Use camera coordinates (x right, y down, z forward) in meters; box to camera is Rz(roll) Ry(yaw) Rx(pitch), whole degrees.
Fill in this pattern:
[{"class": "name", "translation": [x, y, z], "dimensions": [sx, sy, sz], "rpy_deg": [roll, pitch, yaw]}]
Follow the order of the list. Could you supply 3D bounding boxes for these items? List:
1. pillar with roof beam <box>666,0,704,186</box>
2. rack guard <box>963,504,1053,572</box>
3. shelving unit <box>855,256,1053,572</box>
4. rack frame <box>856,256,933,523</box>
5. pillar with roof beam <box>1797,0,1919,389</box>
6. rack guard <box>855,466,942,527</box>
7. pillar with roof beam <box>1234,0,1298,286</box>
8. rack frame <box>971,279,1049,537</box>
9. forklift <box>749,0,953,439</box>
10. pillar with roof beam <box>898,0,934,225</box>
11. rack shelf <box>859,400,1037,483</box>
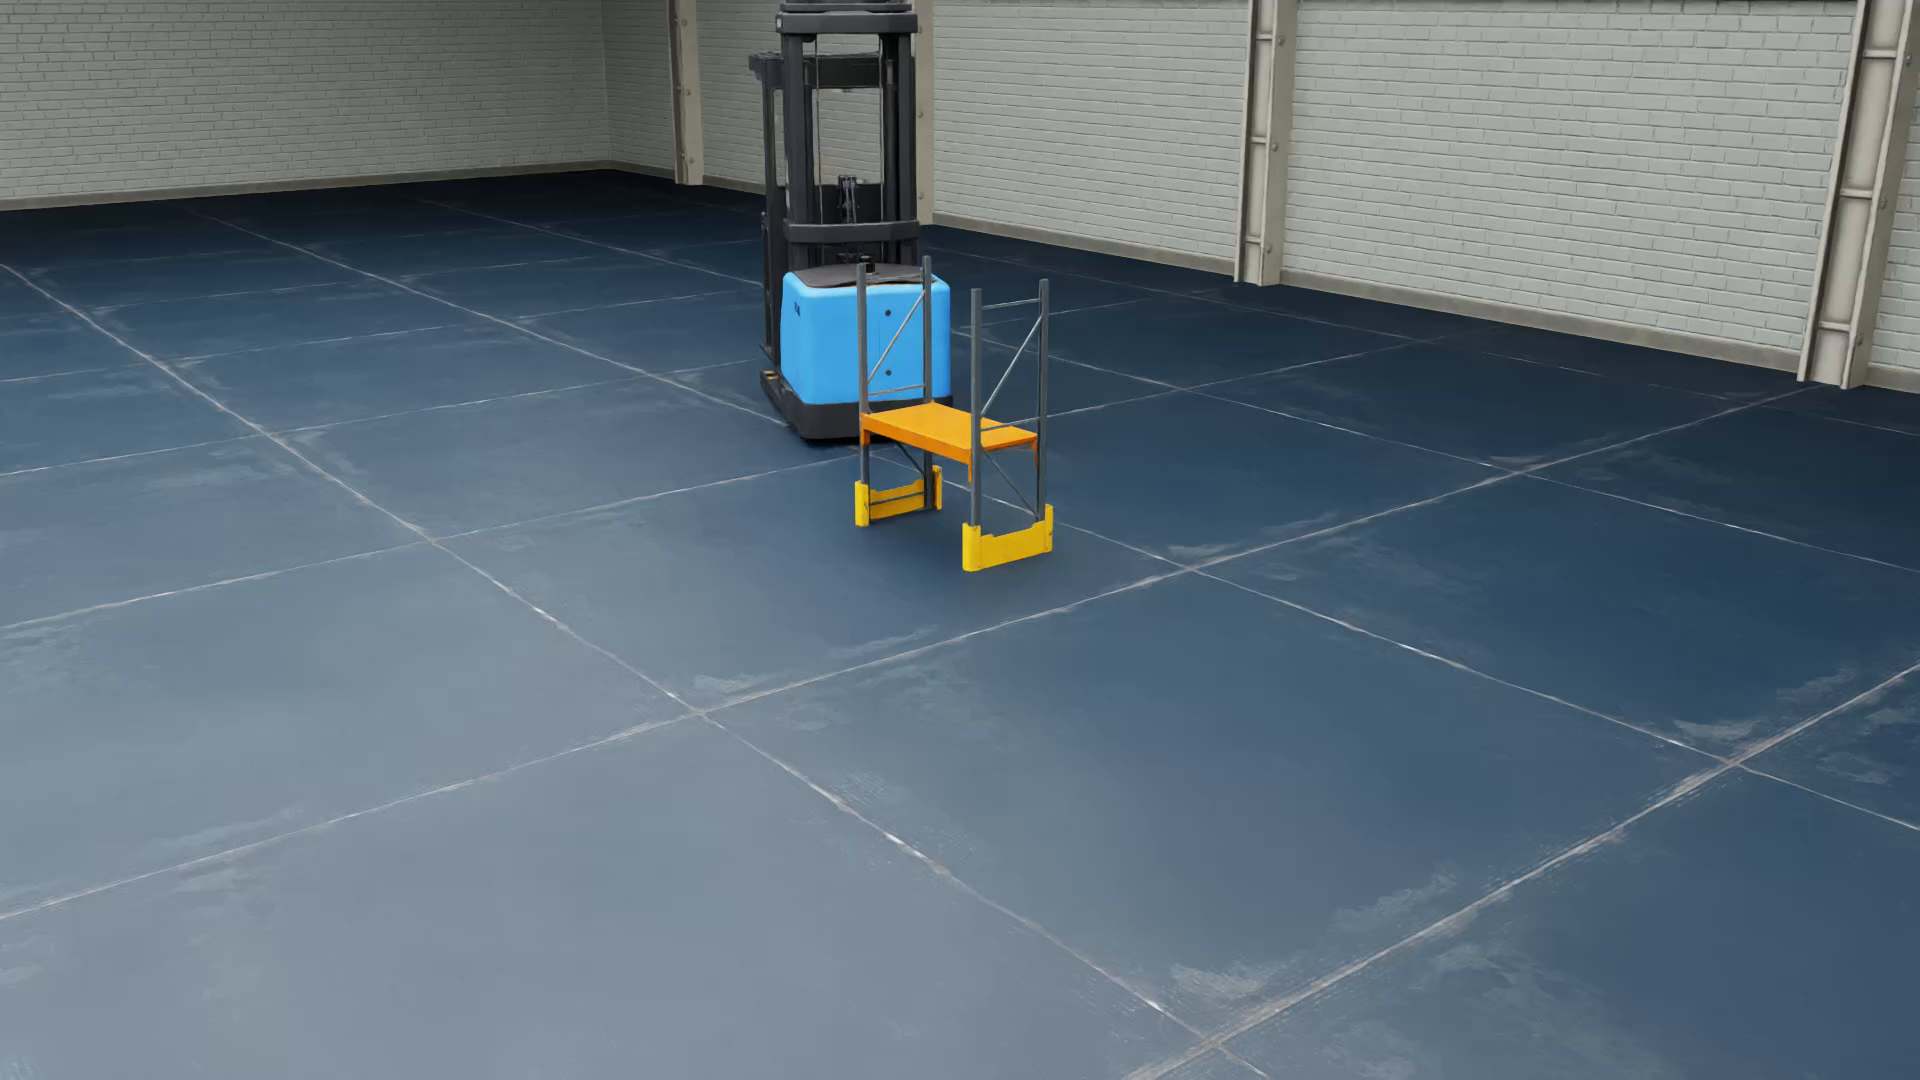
[{"class": "pillar with roof beam", "translation": [-7.680, -9.112, 22.566], "dimensions": [9.100, 9.000, 0.400], "rpy_deg": [-14, 23, -36]}, {"class": "rack guard", "translation": [0.262, -0.015, 9.009], "dimensions": [0.587, 0.250, 0.087], "rpy_deg": [-14, 23, -36]}, {"class": "shelving unit", "translation": [-0.047, -0.731, 9.183], "dimensions": [0.587, 1.500, 1.083], "rpy_deg": [-14, 23, -36]}, {"class": "rack frame", "translation": [-0.369, -0.858, 9.569], "dimensions": [0.500, 1.500, 0.032], "rpy_deg": [-14, 23, -36]}, {"class": "pillar with roof beam", "translation": [3.496, -4.677, 9.171], "dimensions": [9.100, 9.000, 0.400], "rpy_deg": [-14, 23, -36]}, {"class": "rack guard", "translation": [-0.357, -0.260, 9.751], "dimensions": [0.587, 0.250, 0.087], "rpy_deg": [-14, 23, -36]}, {"class": "pillar with roof beam", "translation": [-0.229, -6.155, 13.636], "dimensions": [9.100, 9.000, 0.400], "rpy_deg": [-14, 23, -36]}, {"class": "rack frame", "translation": [0.263, -0.608, 8.812], "dimensions": [0.500, 1.500, 0.032], "rpy_deg": [-14, 23, -36]}, {"class": "forklift", "translation": [-0.916, -2.496, 12.237], "dimensions": [1.130, 2.935, 3.031], "rpy_deg": [-5, 19, -14]}, {"class": "pillar with roof beam", "translation": [-3.955, -7.634, 18.101], "dimensions": [9.100, 9.000, 0.400], "rpy_deg": [-14, 23, -36]}, {"class": "rack shelf", "translation": [-0.053, -0.562, 9.247], "dimensions": [0.538, 0.185, 1.000], "rpy_deg": [-14, 23, -36]}]
